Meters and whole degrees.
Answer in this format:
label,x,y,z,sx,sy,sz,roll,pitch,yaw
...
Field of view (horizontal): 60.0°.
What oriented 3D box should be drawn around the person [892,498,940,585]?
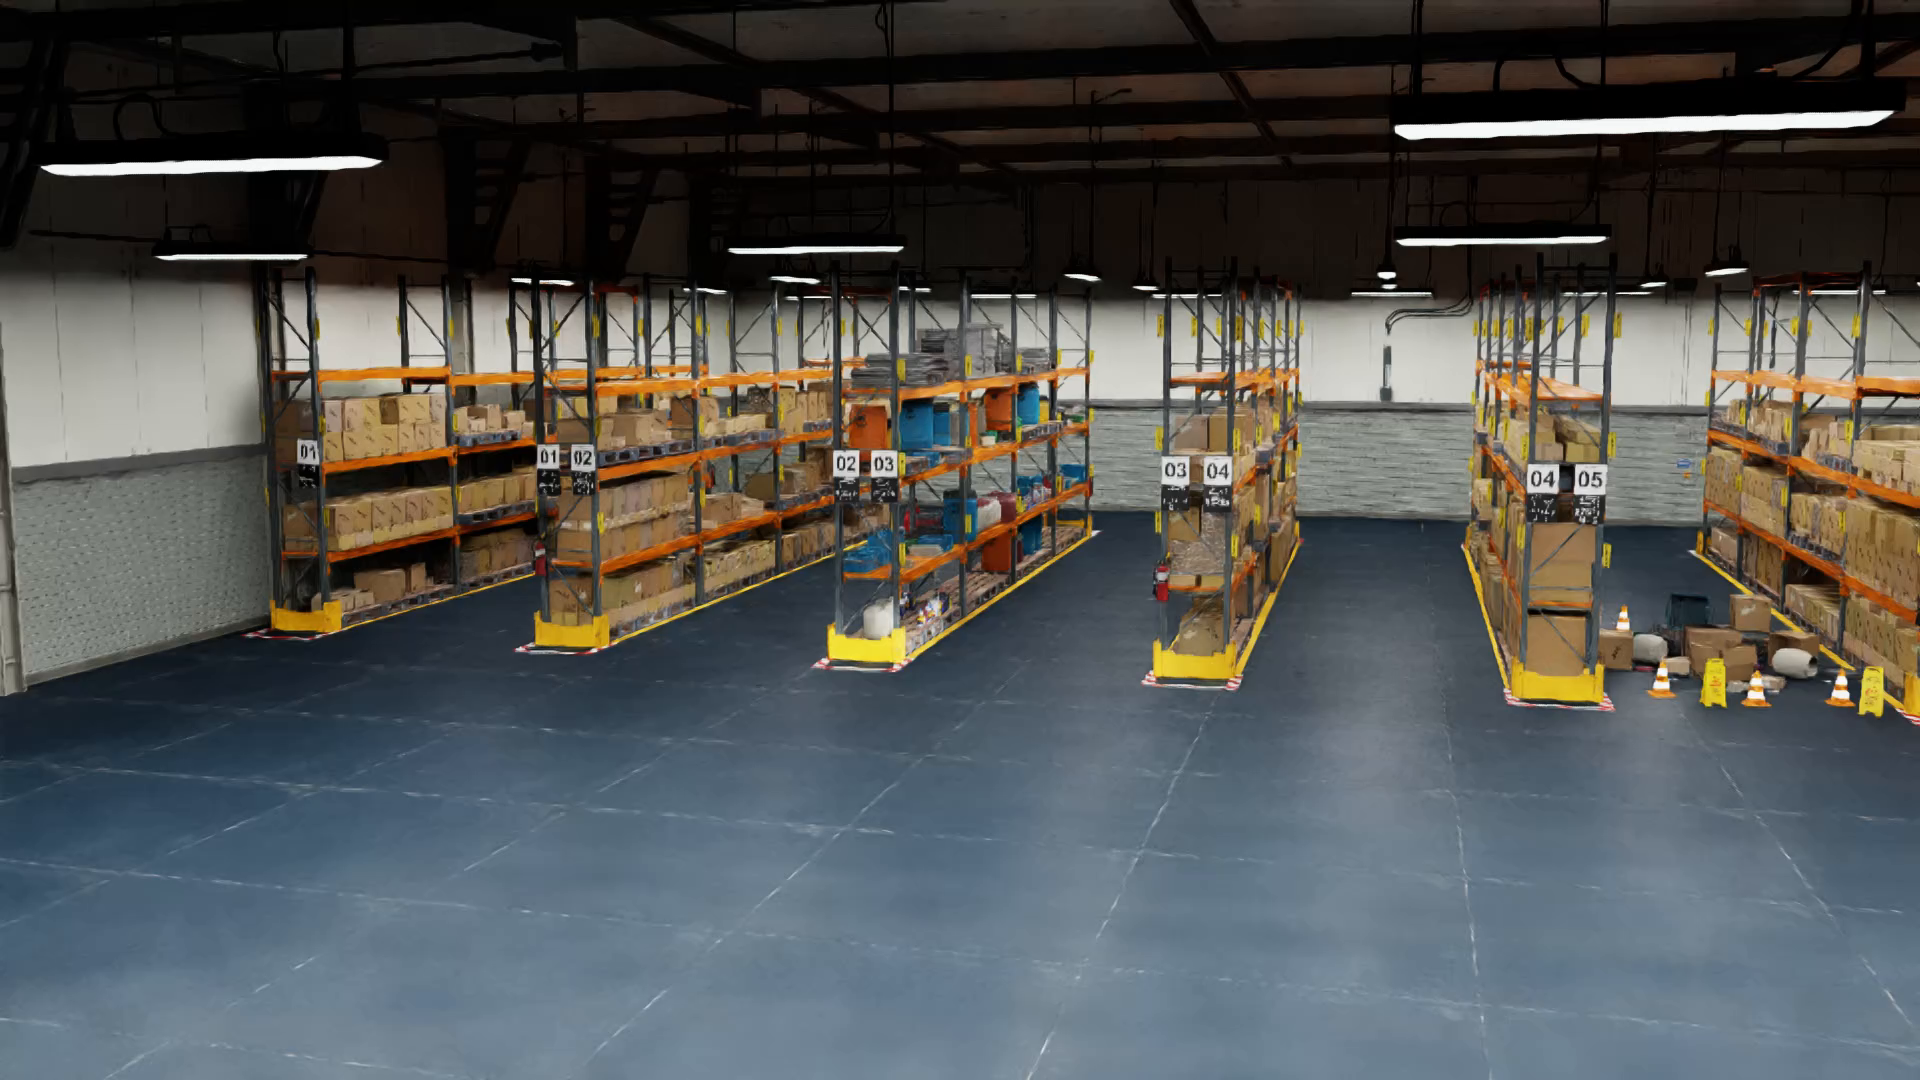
label,x,y,z,sx,sy,sz,roll,pitch,yaw
person,-0.795,0.000,30.707,0.582,1.653,0.974,5,9,36
